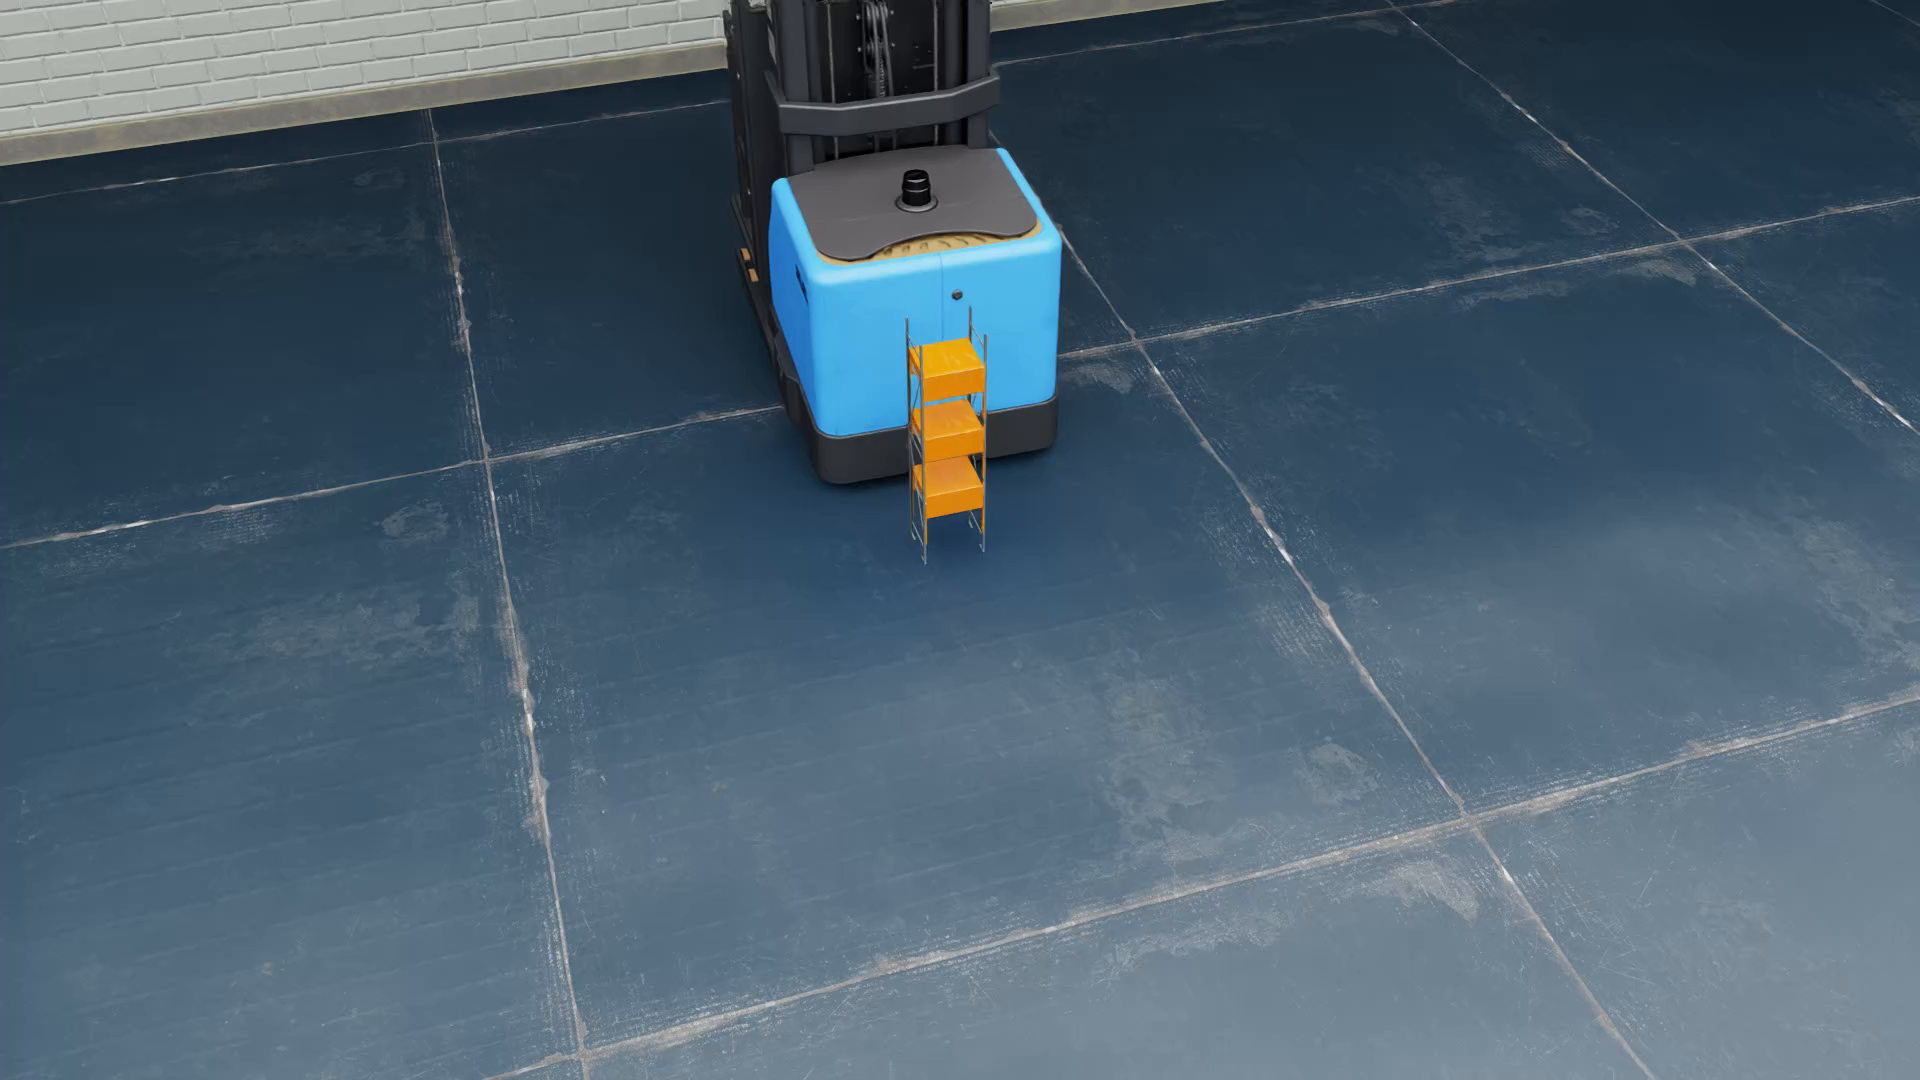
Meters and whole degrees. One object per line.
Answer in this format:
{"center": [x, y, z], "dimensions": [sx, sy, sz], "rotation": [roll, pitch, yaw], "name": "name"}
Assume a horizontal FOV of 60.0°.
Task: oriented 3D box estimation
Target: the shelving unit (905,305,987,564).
{"center": [-0.051, -0.385, 6.392], "dimensions": [0.252, 1.050, 0.215], "rotation": [-12, 42, -13], "name": "shelving unit"}

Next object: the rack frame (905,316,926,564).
{"center": [-0.167, -0.361, 6.365], "dimensions": [0.008, 1.050, 0.200], "rotation": [-12, 42, -13], "name": "rack frame"}

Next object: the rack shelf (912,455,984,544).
{"center": [-0.051, -0.168, 6.582], "dimensions": [0.240, 0.259, 0.215], "rotation": [-12, 42, -13], "name": "rack shelf"}

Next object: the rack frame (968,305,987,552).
{"center": [0.065, -0.409, 6.420], "dimensions": [0.008, 1.050, 0.200], "rotation": [-12, 42, -13], "name": "rack frame"}

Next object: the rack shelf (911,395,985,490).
{"center": [-0.051, -0.377, 6.399], "dimensions": [0.240, 0.259, 0.215], "rotation": [-12, 42, -13], "name": "rack shelf"}

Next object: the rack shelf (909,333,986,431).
{"center": [-0.051, -0.591, 6.213], "dimensions": [0.240, 0.259, 0.215], "rotation": [-12, 42, -13], "name": "rack shelf"}

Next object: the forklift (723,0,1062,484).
{"center": [-0.477, -2.318, 7.175], "dimensions": [1.130, 2.935, 3.031], "rotation": [-11, 42, -12], "name": "forklift"}
